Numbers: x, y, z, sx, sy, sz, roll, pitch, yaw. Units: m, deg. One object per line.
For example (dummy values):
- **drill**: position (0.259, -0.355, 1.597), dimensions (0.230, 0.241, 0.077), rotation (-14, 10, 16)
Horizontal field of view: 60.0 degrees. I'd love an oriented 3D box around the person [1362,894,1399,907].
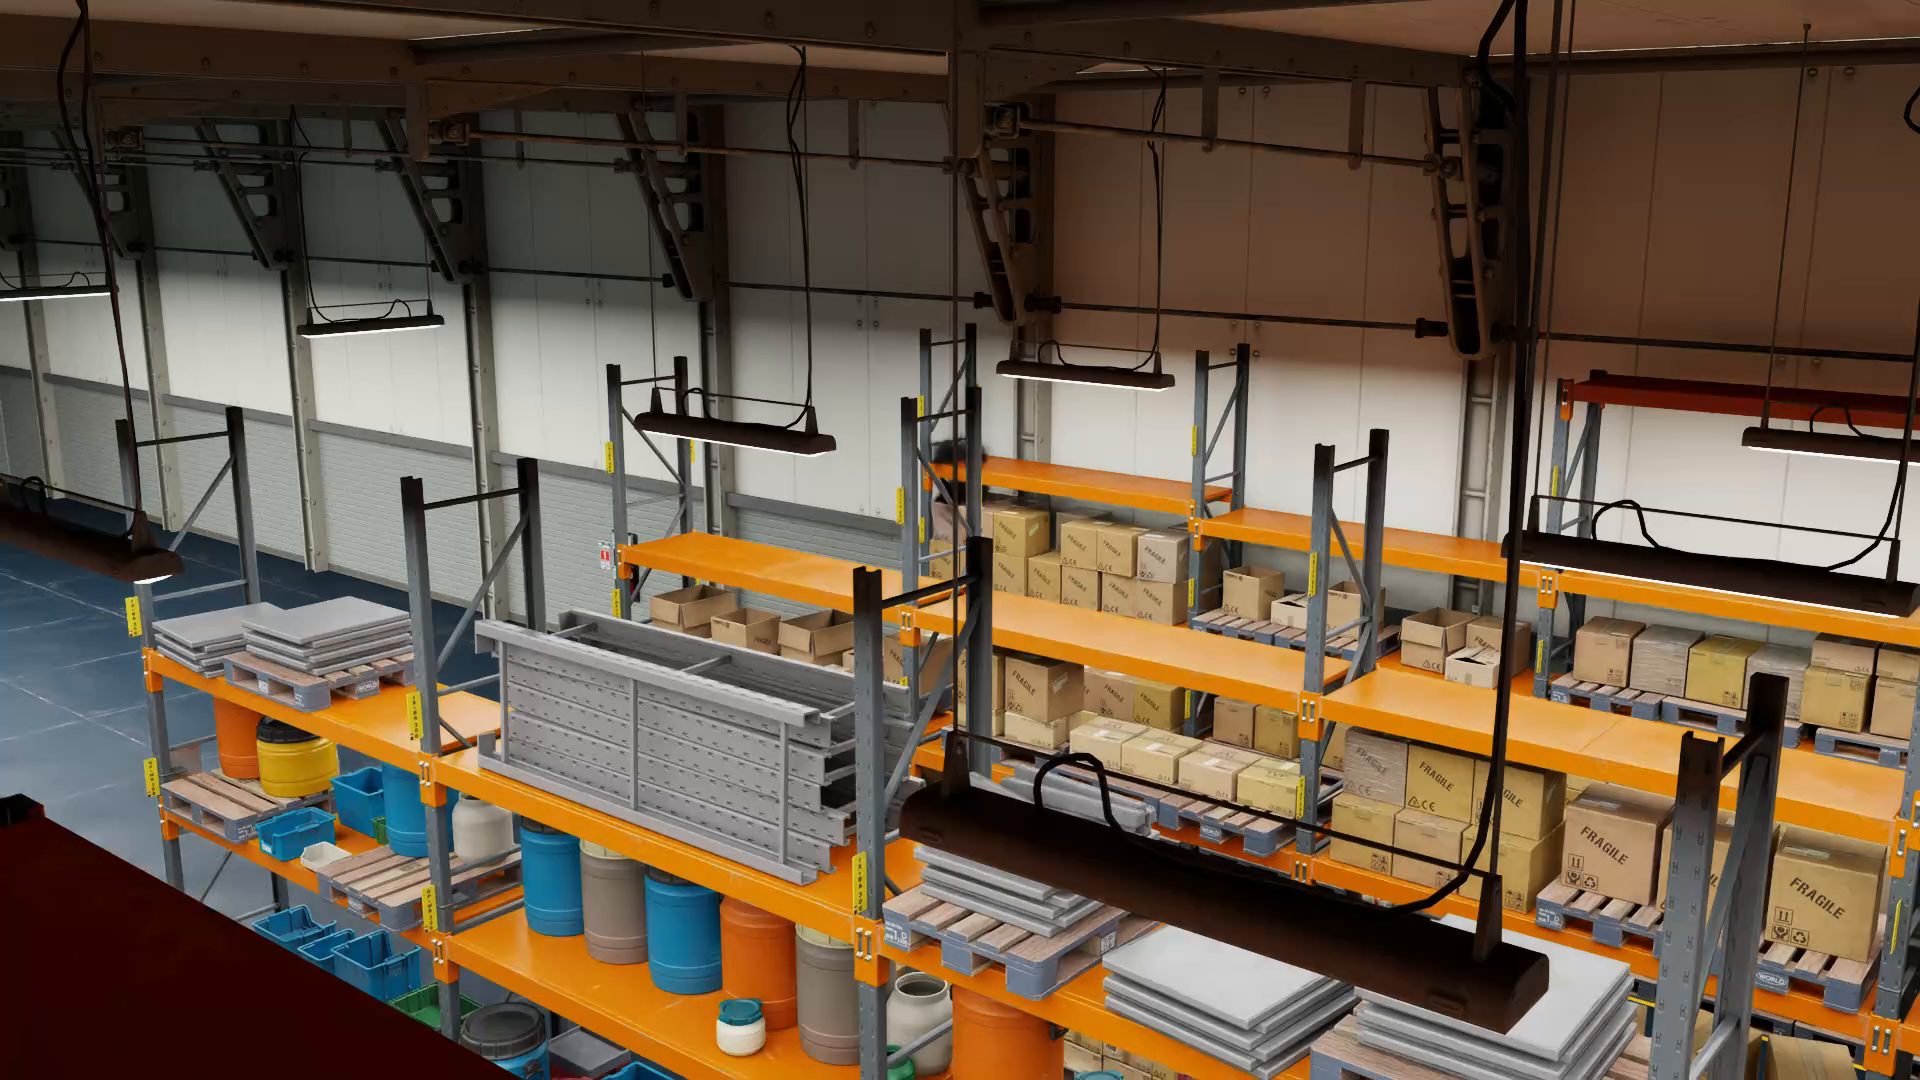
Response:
- **person**: position (3.805, 3.752, 15.578), dimensions (0.735, 1.843, 0.631), rotation (9, 15, 34)
